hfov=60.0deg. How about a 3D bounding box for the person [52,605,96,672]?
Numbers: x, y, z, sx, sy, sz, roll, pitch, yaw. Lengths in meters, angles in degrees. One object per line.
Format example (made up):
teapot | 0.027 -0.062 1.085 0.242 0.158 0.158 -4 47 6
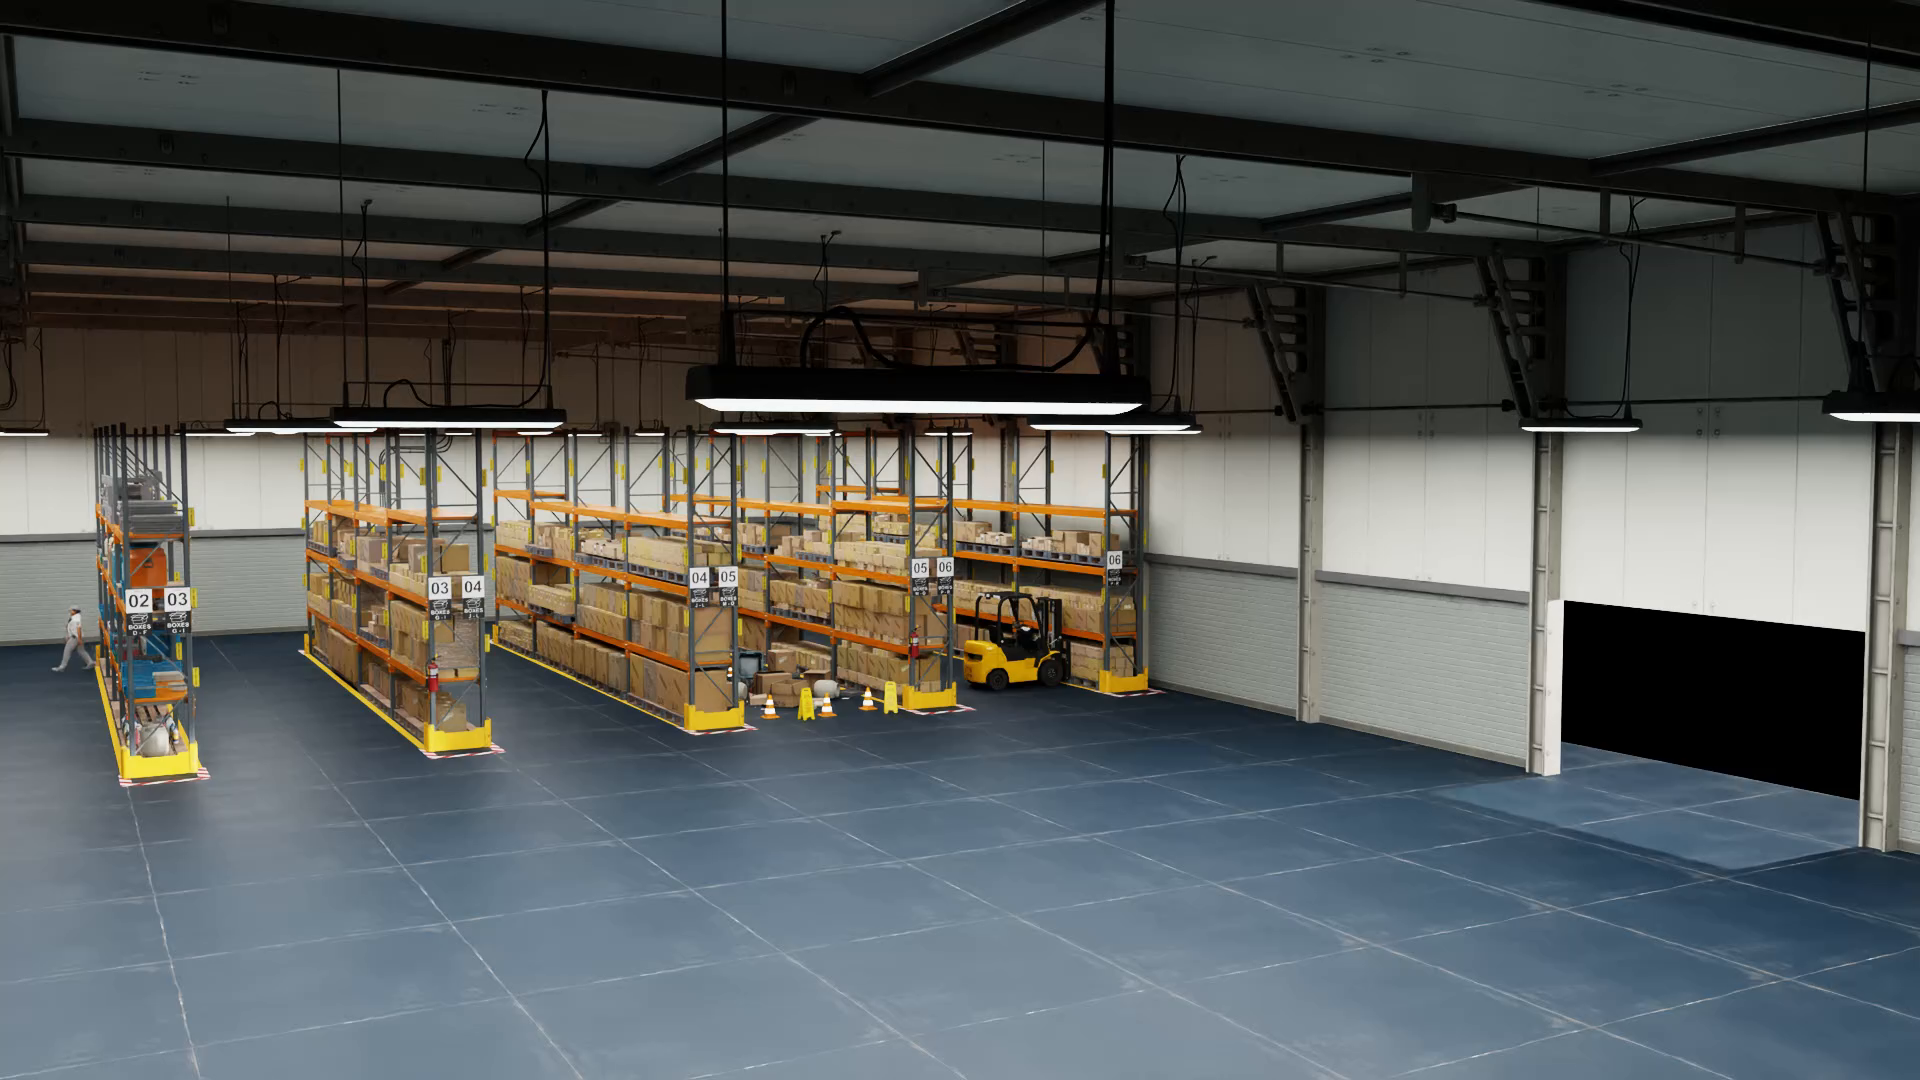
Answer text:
person | -21.897 2.416 41.042 0.917 1.617 0.503 -2 4 -24

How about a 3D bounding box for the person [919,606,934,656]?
person | -0.879 2.299 42.162 0.625 1.815 0.594 -3 5 -41

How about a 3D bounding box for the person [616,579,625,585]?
person | -10.892 1.755 52.937 1.032 1.508 0.392 -3 5 -42
